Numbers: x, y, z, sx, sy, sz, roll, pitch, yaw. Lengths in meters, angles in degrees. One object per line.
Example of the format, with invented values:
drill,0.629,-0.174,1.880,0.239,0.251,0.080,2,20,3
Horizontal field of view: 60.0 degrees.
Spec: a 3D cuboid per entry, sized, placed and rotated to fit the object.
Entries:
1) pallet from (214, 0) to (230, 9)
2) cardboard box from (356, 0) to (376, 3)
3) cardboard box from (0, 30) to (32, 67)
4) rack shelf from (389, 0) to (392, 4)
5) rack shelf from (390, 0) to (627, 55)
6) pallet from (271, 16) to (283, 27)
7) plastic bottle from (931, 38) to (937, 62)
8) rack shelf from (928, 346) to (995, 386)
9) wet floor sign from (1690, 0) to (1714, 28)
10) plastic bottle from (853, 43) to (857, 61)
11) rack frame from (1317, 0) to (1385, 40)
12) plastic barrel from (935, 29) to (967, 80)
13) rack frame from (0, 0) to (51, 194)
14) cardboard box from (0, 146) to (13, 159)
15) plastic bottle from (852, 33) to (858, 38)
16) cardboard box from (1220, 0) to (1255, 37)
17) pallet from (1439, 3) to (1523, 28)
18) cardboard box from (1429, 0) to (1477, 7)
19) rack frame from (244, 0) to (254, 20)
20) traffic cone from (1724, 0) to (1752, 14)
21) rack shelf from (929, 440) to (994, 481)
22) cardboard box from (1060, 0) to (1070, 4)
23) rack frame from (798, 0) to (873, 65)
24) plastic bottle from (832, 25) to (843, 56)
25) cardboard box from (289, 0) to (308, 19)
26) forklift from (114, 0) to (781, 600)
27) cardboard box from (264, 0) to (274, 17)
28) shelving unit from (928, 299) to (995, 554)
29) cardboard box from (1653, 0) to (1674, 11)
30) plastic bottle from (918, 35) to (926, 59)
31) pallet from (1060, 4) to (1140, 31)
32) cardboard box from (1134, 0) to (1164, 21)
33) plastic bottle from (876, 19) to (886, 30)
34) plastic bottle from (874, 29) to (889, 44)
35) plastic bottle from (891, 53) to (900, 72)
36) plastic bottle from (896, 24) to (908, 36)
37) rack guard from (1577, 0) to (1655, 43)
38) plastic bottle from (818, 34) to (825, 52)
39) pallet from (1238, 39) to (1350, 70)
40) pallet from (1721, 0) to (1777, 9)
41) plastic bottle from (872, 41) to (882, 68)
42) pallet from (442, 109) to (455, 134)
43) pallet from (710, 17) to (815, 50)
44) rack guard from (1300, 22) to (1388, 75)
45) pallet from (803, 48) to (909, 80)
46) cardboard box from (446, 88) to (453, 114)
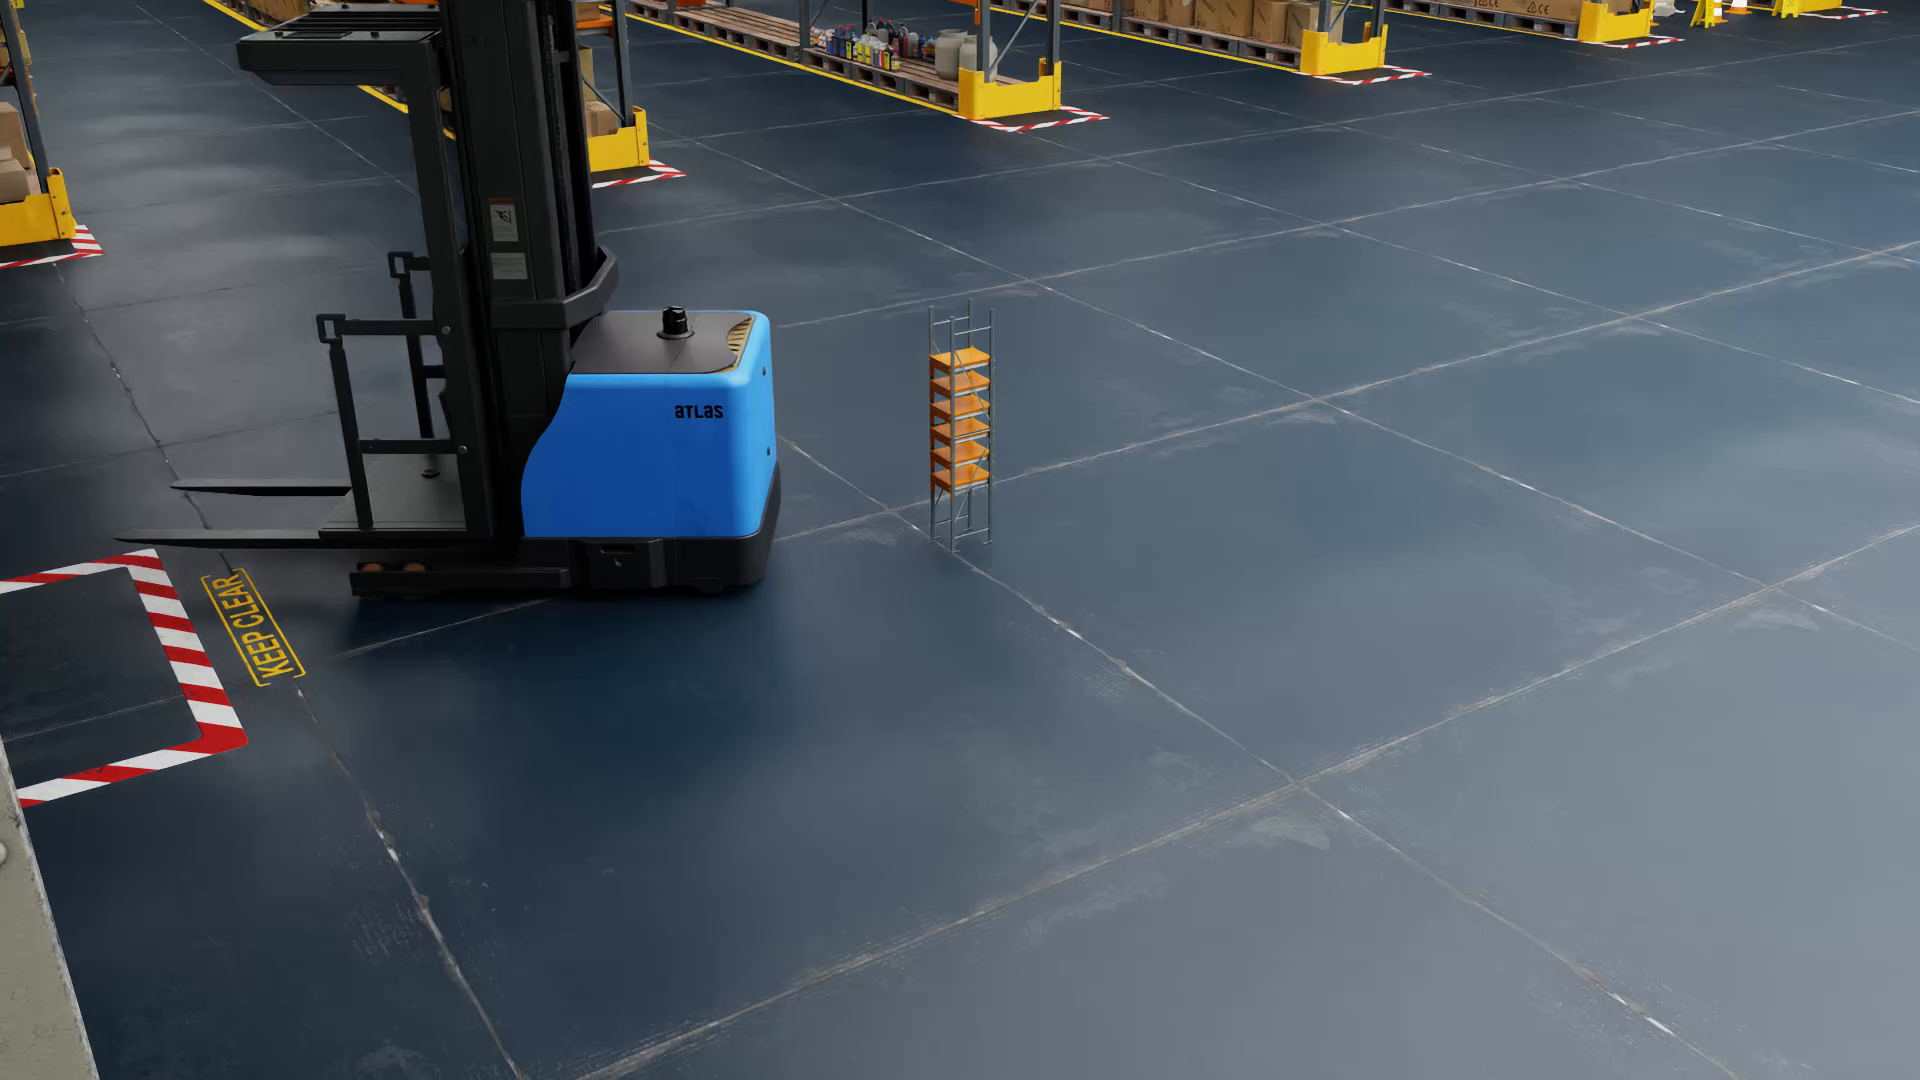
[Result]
pallet,-11.122,-8.574,26.165,1.003,0.211,1.213,-16,29,-30
cardboard box,-7.402,-6.792,21.195,0.500,0.311,0.500,-15,29,-28
cardboard box,-7.676,-3.894,13.137,0.500,0.250,0.500,-17,30,-31
rack shelf,-6.802,-6.681,19.731,1.077,0.370,4.000,-16,29,-30
rack shelf,-4.619,-5.250,16.700,1.077,0.370,4.000,-16,29,-30
pallet,-8.932,-7.172,23.196,1.003,0.211,1.213,-16,29,-30
plastic bottle,-0.290,-5.822,19.750,0.097,0.271,0.097,0,25,0
rack shelf,0.008,-0.823,7.848,0.258,0.103,0.180,-16,29,-30
wet floor sign,10.661,-7.674,23.749,0.267,0.644,0.232,-22,33,-38
plastic bottle,-1.227,-5.818,19.823,0.097,0.201,0.097,0,25,0
rack frame,4.775,-7.167,19.919,1.000,3.000,0.127,-16,29,-30
plastic barrel,-0.072,-5.475,18.756,0.421,0.512,0.421,0,25,0
rack frame,-7.675,-3.704,12.583,1.000,3.000,0.127,-16,29,-30
cardboard box,-8.289,-3.160,14.064,0.500,0.311,0.500,-13,28,-25
plastic bottle,-1.285,-6.000,20.126,0.097,0.271,0.097,0,25,0
cardboard box,3.767,-6.888,21.764,0.500,0.500,0.500,-13,28,-25
pallet,7.822,-7.730,24.377,1.003,0.211,1.213,-16,29,-30
cardboard box,7.582,-8.384,24.493,0.875,0.875,0.875,-15,29,-29
rack frame,-10.078,-9.152,24.124,1.000,3.000,0.127,-16,29,-30
traffic cone,11.763,-8.183,25.042,0.336,0.463,0.334,-16,29,-30
rack shelf,0.008,-0.389,8.053,0.258,0.103,0.180,-16,29,-30
cardboard box,1.724,-8.266,24.660,0.700,0.500,0.500,-18,31,-34
rack frame,-1.558,-7.444,20.505,1.000,3.000,0.127,-16,29,-30
plastic bottle,-1.465,-6.059,20.160,0.144,0.351,0.185,-15,29,-28
cardboard box,-8.601,-7.070,22.125,0.500,0.500,0.500,-14,29,-28
forklift,-2.428,-1.274,7.515,3.031,2.935,1.130,0,25,0
cardboard box,-9.451,-7.622,23.295,0.500,0.500,0.500,-15,29,-29
shelving unit,0.008,-0.537,7.983,0.258,1.200,0.189,-16,29,-30
cardboard box,10.671,-8.185,25.415,0.380,0.149,0.250,-1,25,-3
plastic bottle,-0.456,-5.930,19.979,0.097,0.271,0.097,0,25,0
pallet,2.165,-7.615,24.134,1.003,0.211,1.213,-16,29,-30
cardboard box,2.776,-7.505,23.071,0.500,0.500,0.500,-17,30,-31
plastic bottle,-0.965,-6.282,20.631,0.144,0.351,0.185,-16,30,-31
plastic bottle,-0.971,-6.136,20.409,0.152,0.276,0.135,-16,29,-30
plastic bottle,-0.745,-5.501,19.153,0.097,0.201,0.097,0,25,0
plastic bottle,-0.684,-6.098,20.240,0.144,0.351,0.185,-16,29,-30
rack guard,8.999,-7.148,22.806,1.175,0.500,0.348,-16,29,-30
plastic bottle,-1.696,-6.125,20.473,0.097,0.201,0.097,0,25,0
pallet,4.320,-6.232,21.205,1.003,0.211,1.213,-16,29,-30
pallet,12.623,-8.542,26.097,1.003,0.211,1.213,-16,29,-30
plastic bottle,-0.935,-5.681,19.446,0.152,0.276,0.135,-16,30,-31
pallet,-4.641,-4.299,17.109,1.003,0.211,1.213,-16,29,-30
pallet,-2.690,-6.891,22.601,1.003,0.211,1.213,-16,29,-30
rack guard,4.734,-6.064,20.510,1.175,0.500,0.348,-16,29,-30
pallet,-1.227,-5.933,20.570,1.003,0.211,1.213,-16,29,-30
cardboard box,-4.896,-4.463,16.920,0.500,0.250,0.500,-16,29,-30
